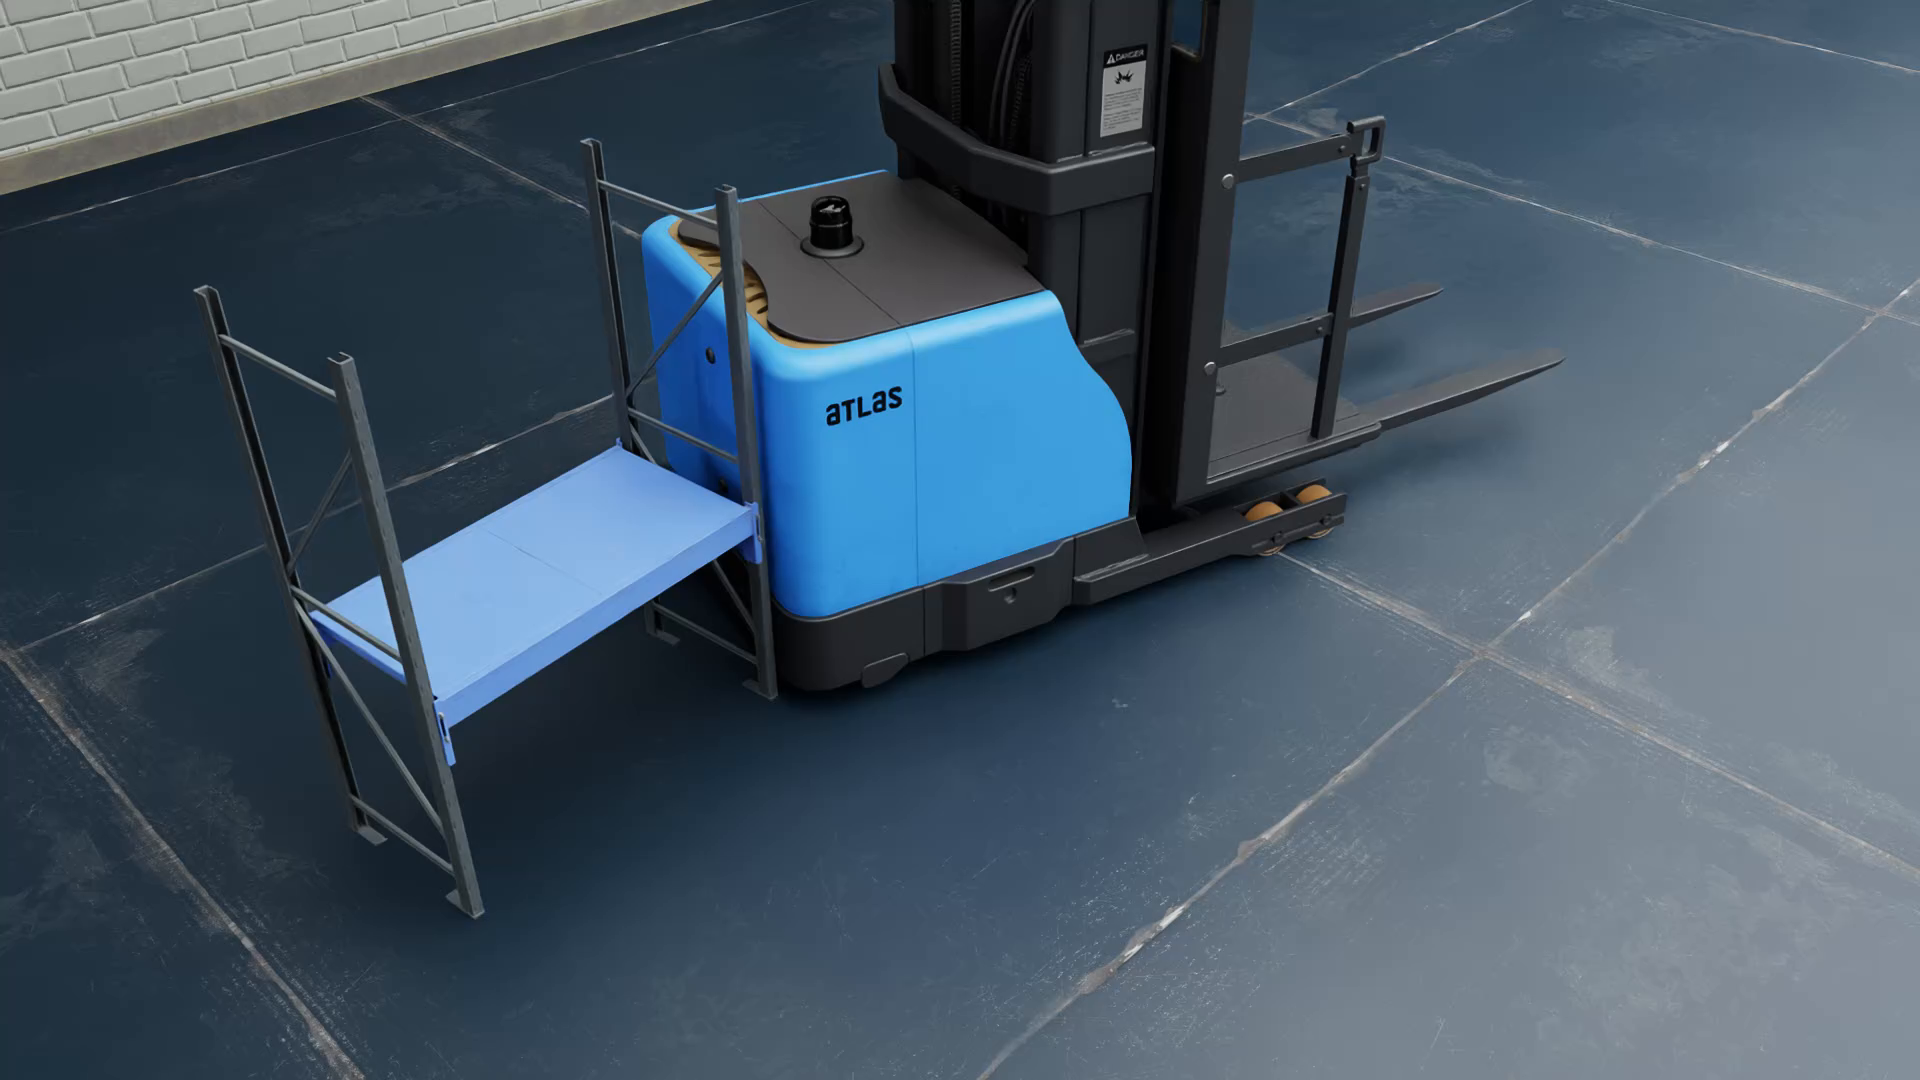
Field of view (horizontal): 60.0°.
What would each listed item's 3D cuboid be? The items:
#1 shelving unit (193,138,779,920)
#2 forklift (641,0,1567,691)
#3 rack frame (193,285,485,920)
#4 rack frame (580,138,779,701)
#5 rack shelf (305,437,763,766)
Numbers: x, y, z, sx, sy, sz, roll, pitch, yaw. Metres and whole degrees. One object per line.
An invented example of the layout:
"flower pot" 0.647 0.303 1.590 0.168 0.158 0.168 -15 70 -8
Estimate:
"shelving unit" -1.026 -0.035 3.989 0.538 1.500 1.048 24 42 31
"forklift" 0.629 -1.397 4.691 3.031 2.935 1.130 -18 39 -24
"rack frame" -1.341 0.194 3.661 0.500 1.500 0.032 24 42 31
"rack frame" -0.711 -0.263 4.316 0.500 1.500 0.032 24 42 31
"rack shelf" -1.026 0.113 4.092 0.538 0.185 1.000 24 42 31
